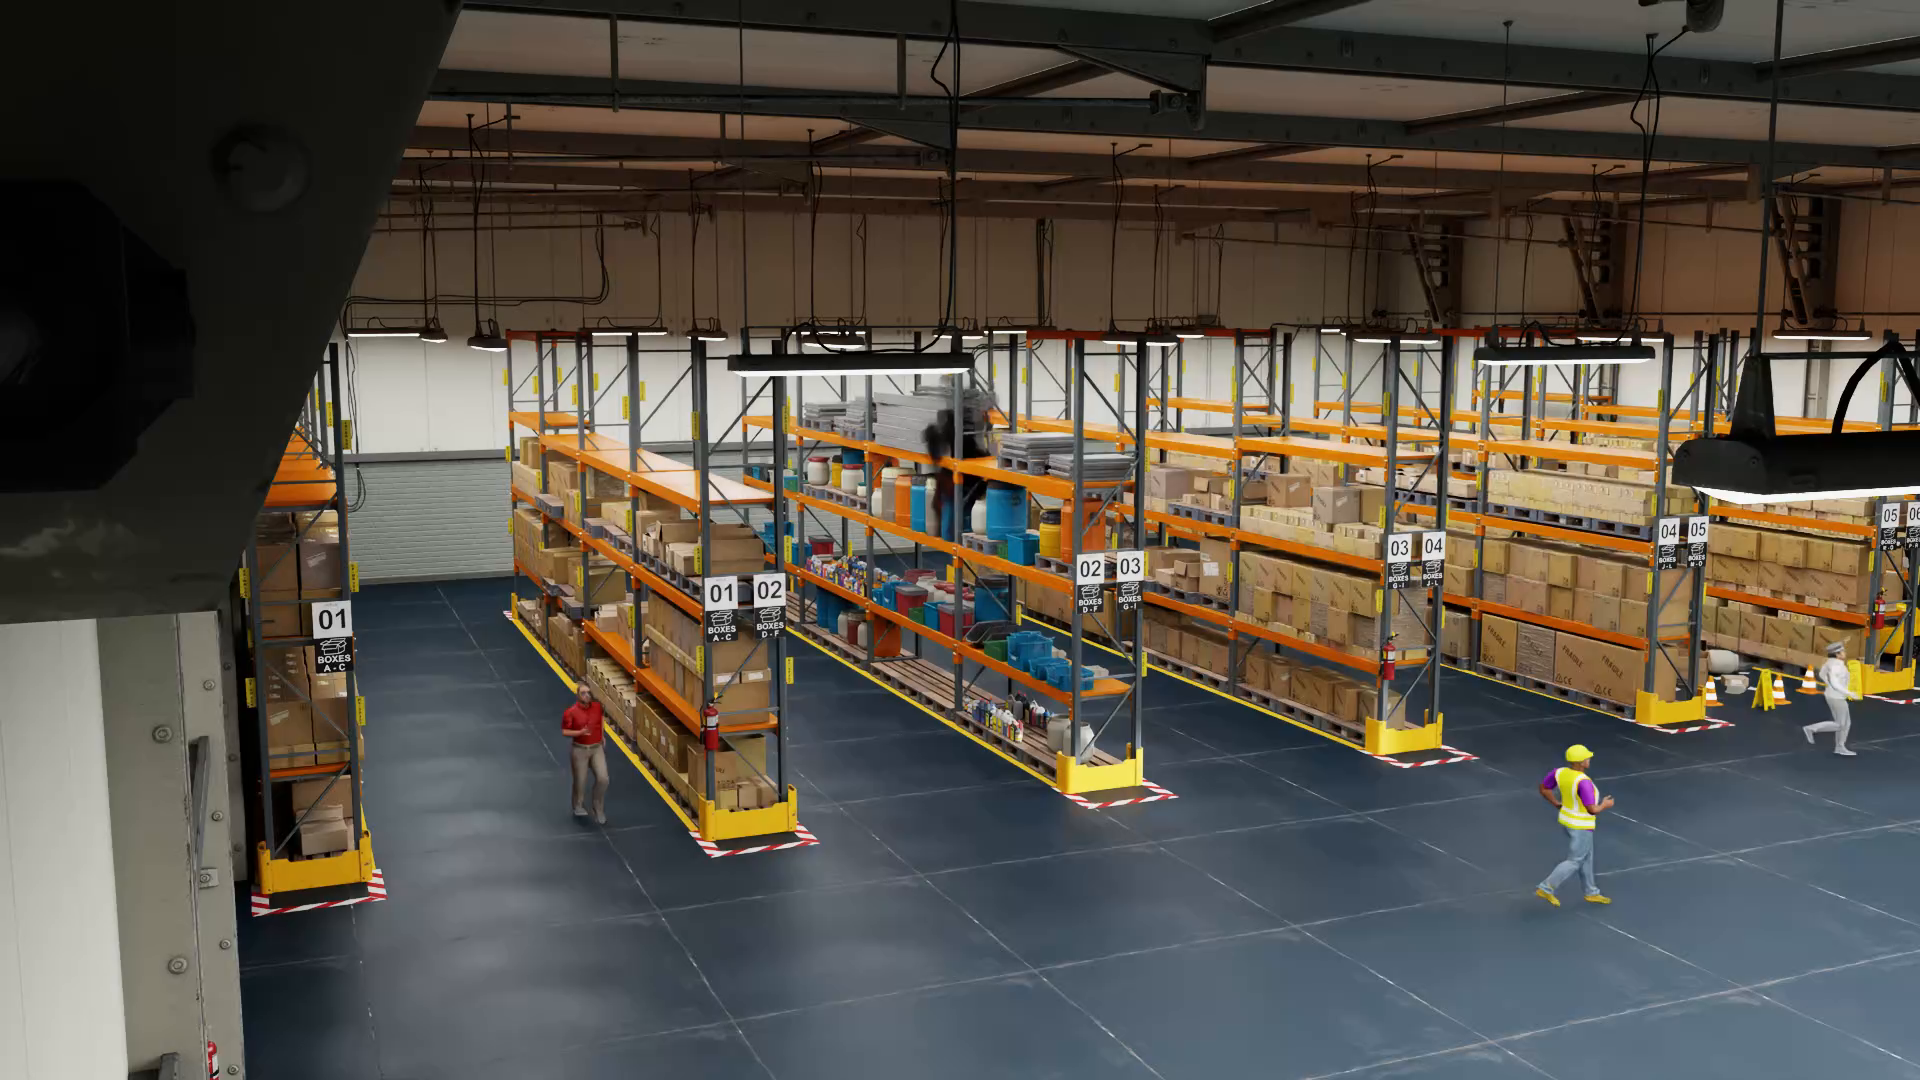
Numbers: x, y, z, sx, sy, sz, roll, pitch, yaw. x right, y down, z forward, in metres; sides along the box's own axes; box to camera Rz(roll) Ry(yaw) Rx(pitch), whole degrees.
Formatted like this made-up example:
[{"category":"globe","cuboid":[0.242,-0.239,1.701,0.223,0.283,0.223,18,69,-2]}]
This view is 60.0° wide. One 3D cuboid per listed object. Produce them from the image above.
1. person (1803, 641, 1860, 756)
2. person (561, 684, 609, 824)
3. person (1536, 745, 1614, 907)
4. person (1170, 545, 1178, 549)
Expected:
[{"category":"person","cuboid":[12.553,2.268,23.938,0.726,1.668,0.630,3,8,19]},{"category":"person","cuboid":[-4.643,2.681,20.739,0.640,1.781,0.727,-5,9,-32]},{"category":"person","cuboid":[6.553,3.035,17.639,0.917,1.765,0.701,-1,8,-8]},{"category":"person","cuboid":[4.427,0.913,33.985,0.588,1.636,0.603,-4,9,-30]}]
